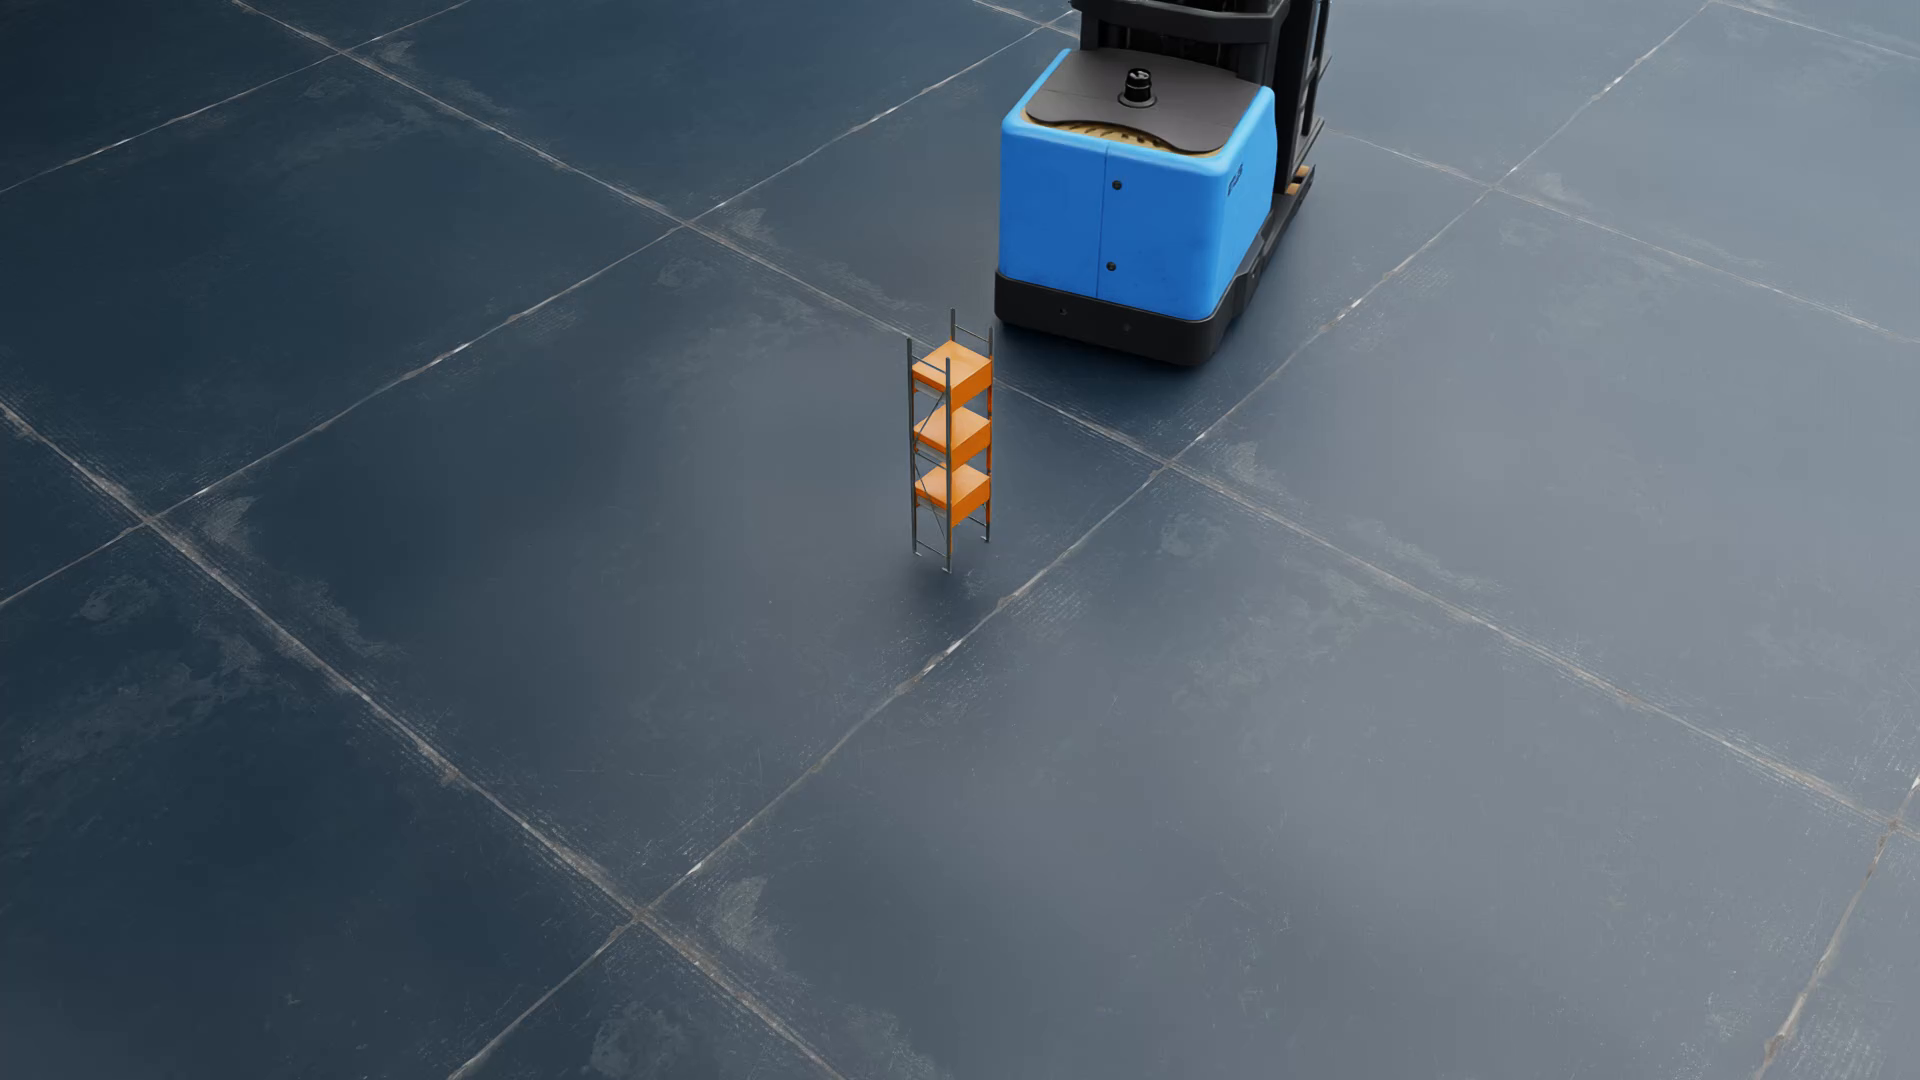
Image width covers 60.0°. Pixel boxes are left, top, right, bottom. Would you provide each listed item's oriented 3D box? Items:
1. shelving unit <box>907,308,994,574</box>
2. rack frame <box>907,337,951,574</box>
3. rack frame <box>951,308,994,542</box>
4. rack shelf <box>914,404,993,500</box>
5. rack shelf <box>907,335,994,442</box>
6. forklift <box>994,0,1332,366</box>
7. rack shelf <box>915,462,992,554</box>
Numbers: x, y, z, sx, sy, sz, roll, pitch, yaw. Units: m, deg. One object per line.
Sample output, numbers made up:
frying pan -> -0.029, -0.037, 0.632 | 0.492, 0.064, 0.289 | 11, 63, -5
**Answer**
shelving unit -> -0.034, -0.361, 6.367 | 0.215, 1.050, 0.252 | 29, 50, 28
rack frame -> -0.113, -0.298, 6.297 | 0.200, 1.050, 0.008 | 29, 50, 28
rack frame -> 0.044, -0.424, 6.436 | 0.200, 1.050, 0.008 | 29, 50, 28
rack shelf -> -0.034, -0.353, 6.374 | 0.215, 0.259, 0.240 | 29, 50, 28
rack shelf -> -0.034, -0.563, 6.183 | 0.215, 0.259, 0.240 | 29, 50, 28
forklift -> 1.210, -2.868, 7.725 | 1.130, 2.935, 3.031 | 16, 45, 17
rack shelf -> -0.034, -0.147, 6.561 | 0.215, 0.259, 0.240 | 29, 50, 28
